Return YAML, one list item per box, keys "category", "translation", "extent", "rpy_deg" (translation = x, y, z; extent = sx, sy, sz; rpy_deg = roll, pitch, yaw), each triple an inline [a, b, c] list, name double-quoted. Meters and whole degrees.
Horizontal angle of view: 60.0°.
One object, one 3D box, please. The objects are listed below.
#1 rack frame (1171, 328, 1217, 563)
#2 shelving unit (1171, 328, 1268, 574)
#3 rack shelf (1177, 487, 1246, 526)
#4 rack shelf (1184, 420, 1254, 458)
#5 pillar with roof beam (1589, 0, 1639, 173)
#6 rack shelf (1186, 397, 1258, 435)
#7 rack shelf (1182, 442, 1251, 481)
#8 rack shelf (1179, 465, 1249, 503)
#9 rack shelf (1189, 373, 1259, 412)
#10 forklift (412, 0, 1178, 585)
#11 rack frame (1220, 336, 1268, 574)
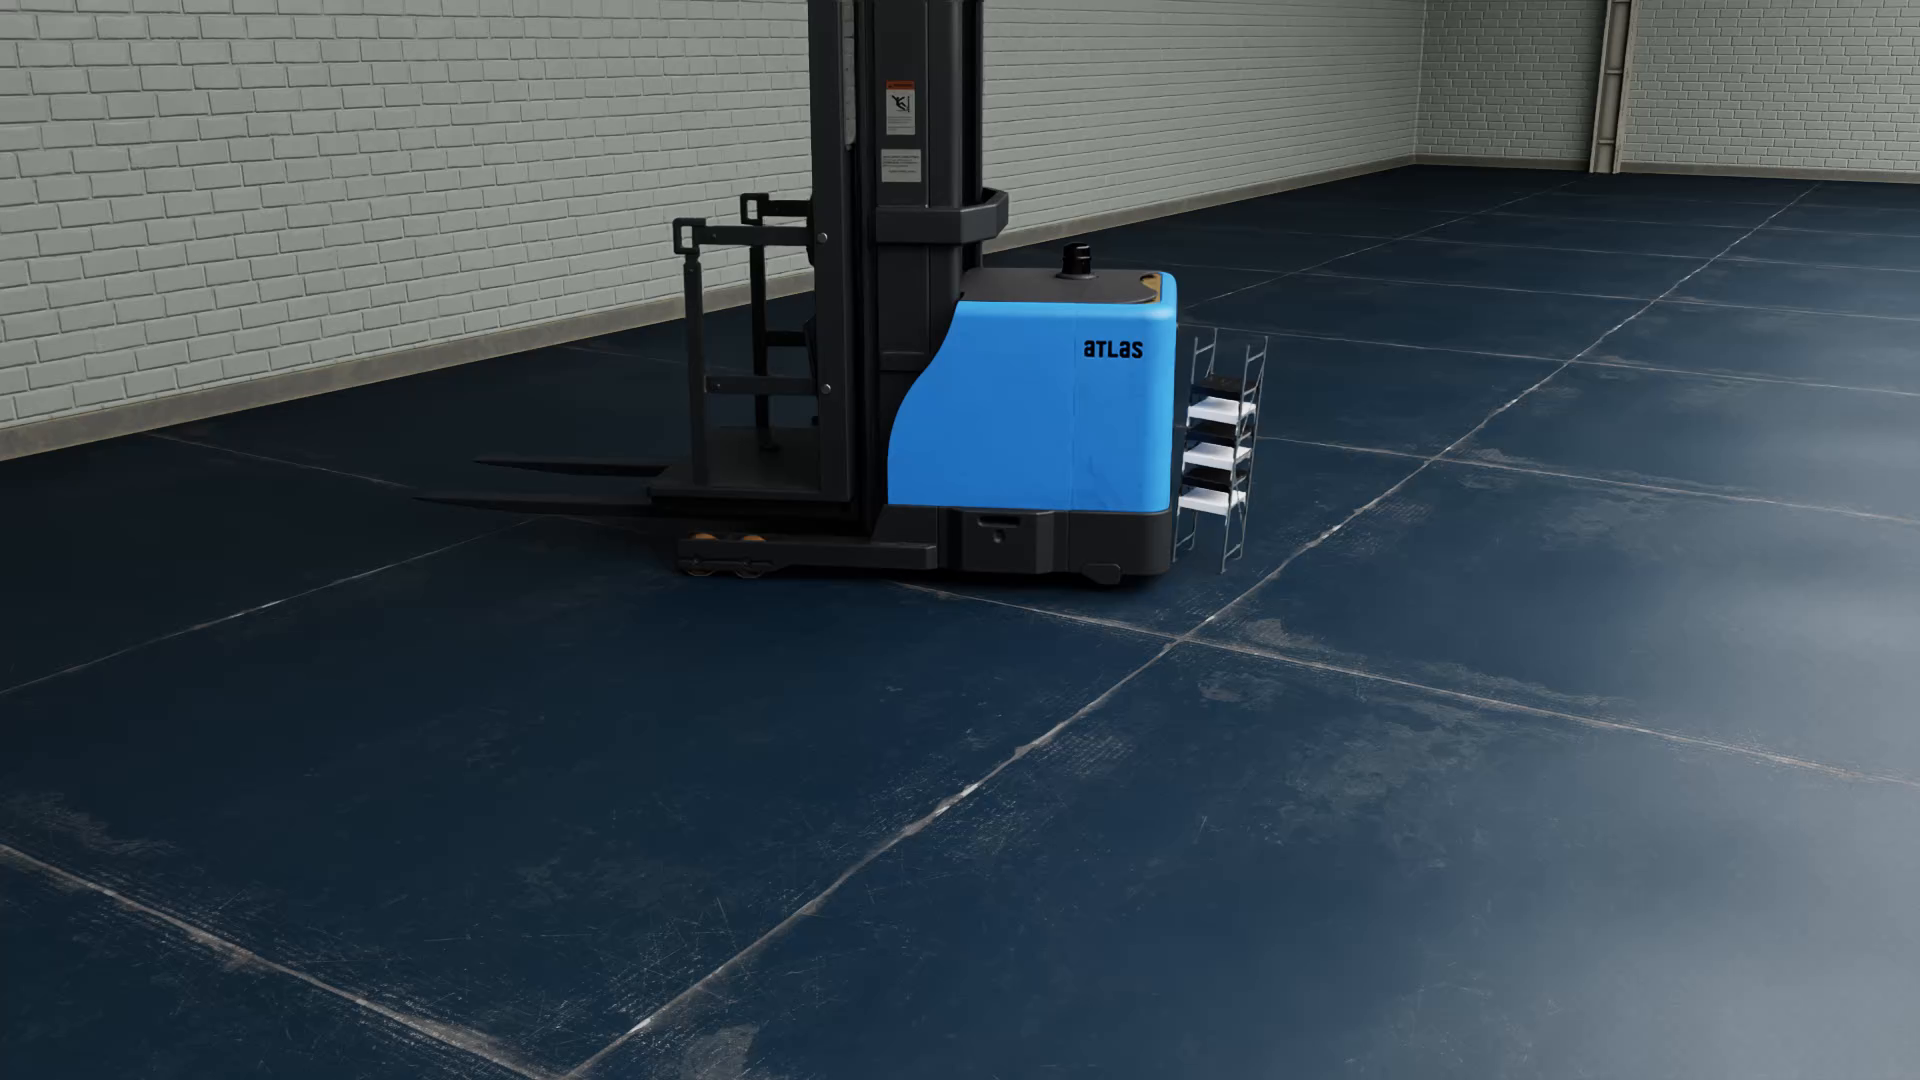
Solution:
- category: "rack frame"
  translation: [0.914, -0.365, 6.490]
  extent: [0.006, 0.900, 0.240]
  rpy_deg: [13, 21, 25]
- category: "shelving unit"
  translation: [1.004, -0.345, 6.447]
  extent: [0.210, 0.900, 0.258]
  rpy_deg: [13, 21, 25]
- category: "rack shelf"
  translation: [0.991, -0.143, 6.515]
  extent: [0.200, 0.077, 0.258]
  rpy_deg: [13, 21, 25]
- category: "rack shelf"
  translation: [1.007, -0.399, 6.429]
  extent: [0.200, 0.077, 0.258]
  rpy_deg: [13, 21, 25]
- category: "pillar with roof beam"
  translation: [7.568, -8.847, 20.524]
  extent: [0.400, 9.000, 9.100]
  rpy_deg: [10, 20, 30]
- category: "rack shelf"
  translation: [1.012, -0.484, 6.400]
  extent: [0.200, 0.077, 0.258]
  rpy_deg: [13, 21, 25]
- category: "rack shelf"
  translation: [1.002, -0.313, 6.458]
  extent: [0.200, 0.077, 0.258]
  rpy_deg: [13, 21, 25]
- category: "rack shelf"
  translation: [0.997, -0.228, 6.486]
  extent: [0.200, 0.077, 0.258]
  rpy_deg: [13, 21, 25]
- category: "rack shelf"
  translation: [1.017, -0.569, 6.372]
  extent: [0.200, 0.077, 0.258]
  rpy_deg: [13, 21, 25]
- category: "forklift"
  translation: [-0.659, -1.402, 6.454]
  extent: [3.031, 2.935, 1.130]
  rpy_deg: [2, 17, 7]
- category: "rack frame"
  translation: [1.094, -0.325, 6.404]
  extent: [0.006, 0.900, 0.240]
  rpy_deg: [13, 21, 25]
